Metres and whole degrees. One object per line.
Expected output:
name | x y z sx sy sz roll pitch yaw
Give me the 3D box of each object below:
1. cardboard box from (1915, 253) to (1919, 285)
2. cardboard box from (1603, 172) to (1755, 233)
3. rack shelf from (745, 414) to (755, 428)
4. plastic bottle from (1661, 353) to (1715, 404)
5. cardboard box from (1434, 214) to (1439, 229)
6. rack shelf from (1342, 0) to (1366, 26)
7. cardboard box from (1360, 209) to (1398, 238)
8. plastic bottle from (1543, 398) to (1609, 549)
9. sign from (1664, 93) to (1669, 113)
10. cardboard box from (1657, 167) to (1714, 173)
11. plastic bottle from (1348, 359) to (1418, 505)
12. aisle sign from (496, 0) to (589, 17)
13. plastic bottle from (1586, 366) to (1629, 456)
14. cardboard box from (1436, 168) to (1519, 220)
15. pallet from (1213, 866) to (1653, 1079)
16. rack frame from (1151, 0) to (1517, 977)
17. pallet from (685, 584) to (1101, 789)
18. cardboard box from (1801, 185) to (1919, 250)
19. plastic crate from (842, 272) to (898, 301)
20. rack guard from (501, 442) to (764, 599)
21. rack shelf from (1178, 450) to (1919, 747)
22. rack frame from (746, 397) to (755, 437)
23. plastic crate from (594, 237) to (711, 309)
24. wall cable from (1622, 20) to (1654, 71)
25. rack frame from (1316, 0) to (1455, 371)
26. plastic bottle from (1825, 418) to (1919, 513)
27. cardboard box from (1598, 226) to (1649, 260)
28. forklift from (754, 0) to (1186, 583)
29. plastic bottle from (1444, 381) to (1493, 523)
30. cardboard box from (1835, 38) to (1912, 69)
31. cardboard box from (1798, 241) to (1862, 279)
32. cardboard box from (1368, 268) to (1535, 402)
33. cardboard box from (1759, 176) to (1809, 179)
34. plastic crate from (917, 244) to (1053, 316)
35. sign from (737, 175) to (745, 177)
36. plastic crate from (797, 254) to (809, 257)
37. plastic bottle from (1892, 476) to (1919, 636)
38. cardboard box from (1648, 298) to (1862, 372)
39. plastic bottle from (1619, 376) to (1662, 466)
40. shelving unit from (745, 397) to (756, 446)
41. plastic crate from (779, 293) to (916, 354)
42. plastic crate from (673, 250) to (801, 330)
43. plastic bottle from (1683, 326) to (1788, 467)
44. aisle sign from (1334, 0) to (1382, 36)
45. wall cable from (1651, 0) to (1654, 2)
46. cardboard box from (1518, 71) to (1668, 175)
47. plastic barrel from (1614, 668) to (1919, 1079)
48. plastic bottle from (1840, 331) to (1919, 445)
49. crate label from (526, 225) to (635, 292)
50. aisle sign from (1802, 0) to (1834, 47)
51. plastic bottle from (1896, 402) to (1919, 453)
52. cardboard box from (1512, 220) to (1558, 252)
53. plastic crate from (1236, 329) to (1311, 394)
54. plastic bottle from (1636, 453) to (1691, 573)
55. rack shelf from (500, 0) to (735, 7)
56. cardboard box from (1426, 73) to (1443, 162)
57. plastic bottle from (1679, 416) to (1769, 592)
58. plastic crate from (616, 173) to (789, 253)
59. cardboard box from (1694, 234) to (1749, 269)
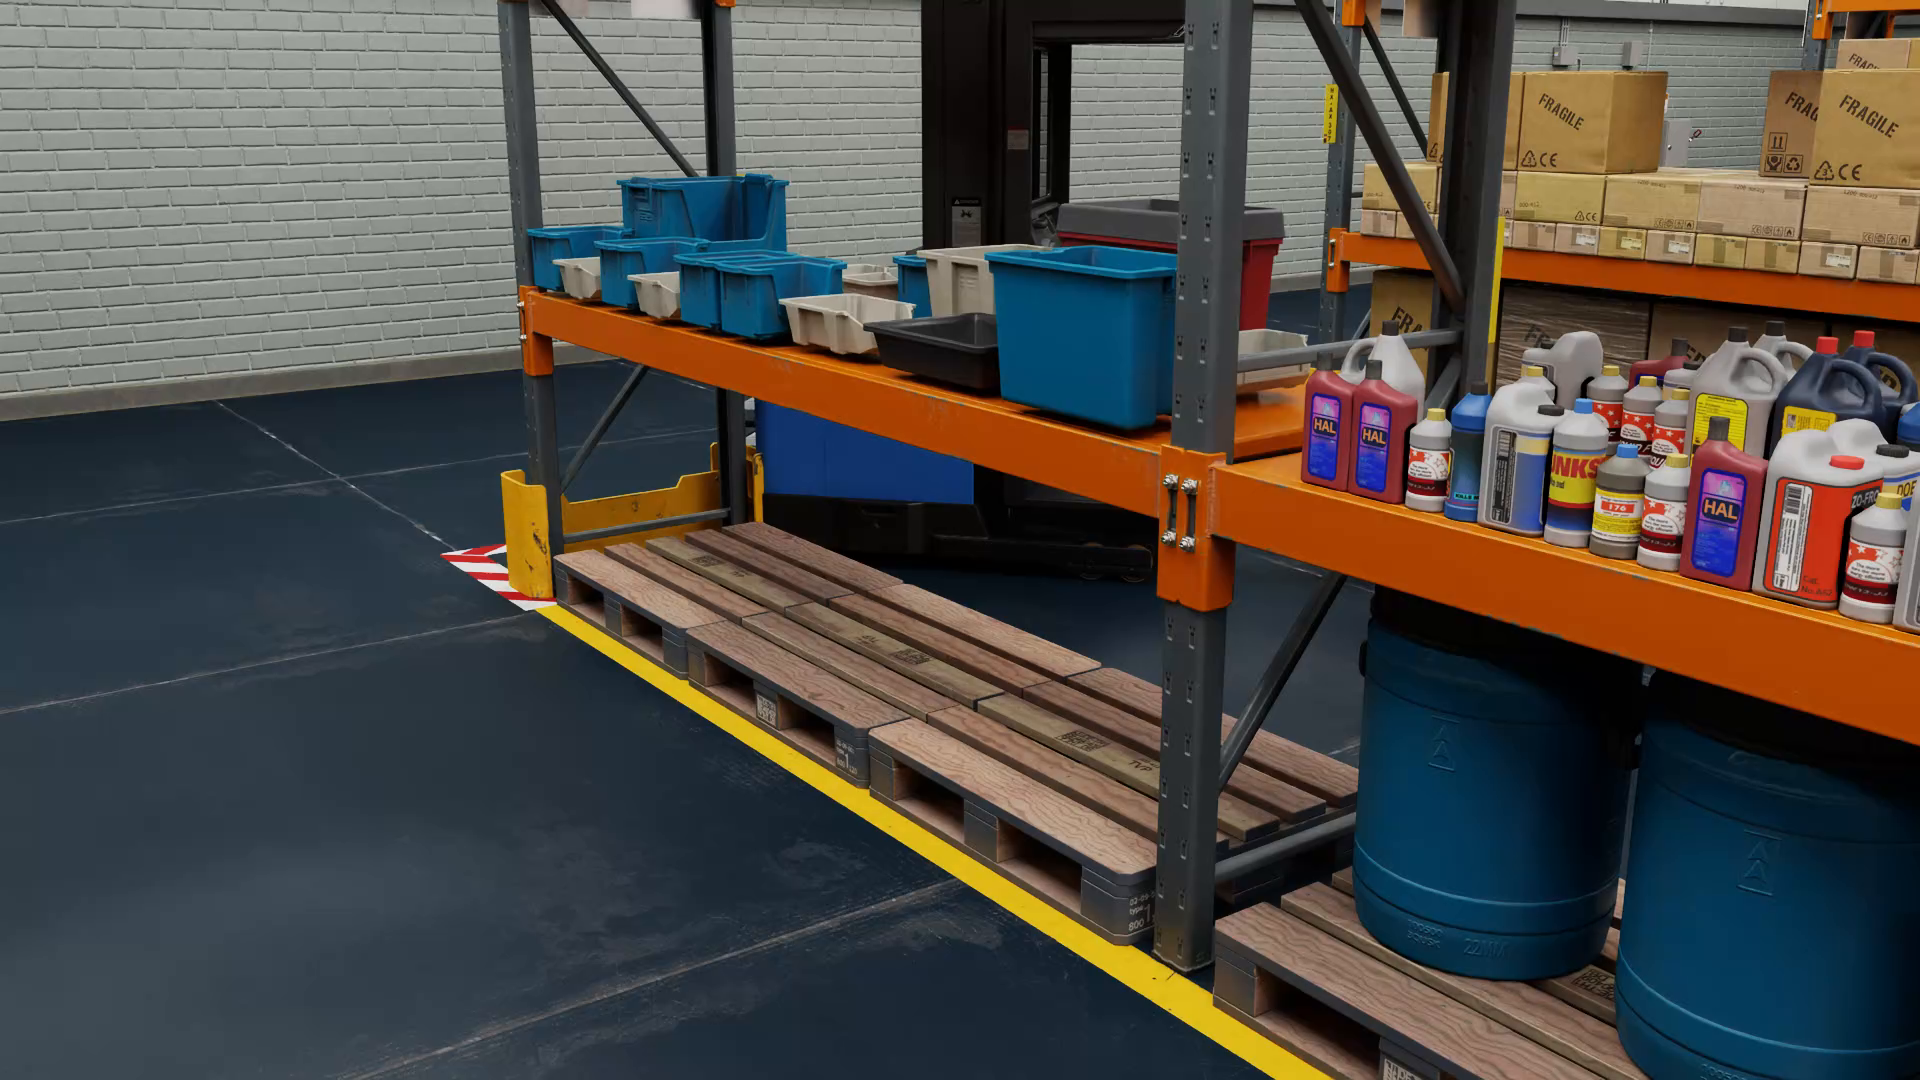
cardboard box | 4.337 -1.172 7.151 0.380 0.149 0.250 -10 18 -33
cardboard box | 3.560 -1.676 8.238 0.500 0.250 0.500 -11 19 -36
rack shelf | -0.945 -0.581 8.280 0.200 0.077 0.258 3 16 12
plastic bottle | 1.635 -0.283 3.663 0.152 0.276 0.135 -11 19 -35
cardboard box | 2.826 -1.720 9.155 0.380 0.149 0.250 -11 19 -36
rack shelf | 3.757 -2.750 8.124 1.077 0.370 4.000 -11 19 -35
cardboard box | 2.523 -1.829 9.554 0.380 0.149 0.250 -11 19 -34
plastic bottle | 1.152 -0.128 3.104 0.097 0.271 0.097 0 15 0
sign | 8.882 -5.545 21.090 0.339 0.242 0.001 -11 19 -35
cardboard box | 3.678 -1.869 8.945 0.500 0.250 0.500 -12 19 -36
plastic bottle | 0.876 -0.225 3.439 0.061 0.283 0.133 -11 19 -35
aisle sign | -1.707 -2.532 6.721 0.394 0.787 0.004 -11 19 -35
plastic bottle | 1.511 -0.304 3.882 0.097 0.201 0.097 0 15 0
cardboard box | 2.956 -1.894 9.036 0.500 0.250 0.500 -11 19 -35
pallet | 1.347 1.062 3.798 1.003 0.211 1.213 -11 19 -35
rack frame | 0.927 -0.455 4.055 1.000 3.000 0.127 -11 19 -35
pallet | -0.258 0.479 5.928 1.003 0.211 1.213 -11 19 -35
cardboard box | 4.155 -1.458 7.443 0.500 0.250 0.500 -10 18 -33
plastic crate | -0.268 -0.884 6.011 0.298 0.136 0.250 -11 19 -35
rack guard | -1.449 -0.106 7.517 1.175 0.500 0.348 -11 19 -35
rack shelf | 2.103 0.319 2.590 1.077 0.370 4.000 -11 19 -35
rack frame | -1.044 -0.532 8.316 0.006 0.900 0.240 3 16 12
plastic crate | -1.159 -1.013 6.297 0.416 0.233 0.300 -11 19 -35
wall cable | 8.404 -5.529 20.670 0.588 1.984 0.122 -11 19 -35
rack frame | 2.582 -2.078 9.985 1.000 3.000 0.127 -11 19 -35
plastic bottle | 1.558 -0.063 2.858 0.152 0.276 0.135 -11 19 -35
cardboard box | 3.429 -1.501 8.355 0.380 0.149 0.250 -11 19 -36
forklift | 0.611 -1.378 7.559 3.031 2.935 1.130 3 16 12
plastic bottle | 1.016 -0.177 3.285 0.097 0.271 0.097 0 15 0
cardboard box | 6.702 -3.363 12.034 0.500 0.500 0.500 -11 19 -35
cardboard box | 4.036 -1.281 7.551 0.380 0.149 0.250 -10 18 -34
cardboard box | 3.023 -1.131 9.756 0.875 0.875 0.875 -11 19 -35
cardboard box | 4.271 -1.652 8.152 0.500 0.250 0.500 -10 18 -33
plastic crate | 0.178 -0.781 5.359 0.437 0.282 0.530 -11 19 -35
sign | -0.989 -1.476 7.479 0.100 0.325 0.005 -11 19 -35
plastic crate | -0.799 -1.065 6.669 0.396 0.136 0.243 -11 19 -35
plastic bottle | 1.572 0.010 2.591 0.152 0.276 0.135 -11 19 -35
cardboard box | 4.081 -0.747 8.352 0.875 0.875 0.875 -11 19 -35
plastic bottle | 1.540 -0.266 3.744 0.097 0.201 0.097 0 15 0
shelving unit | -0.945 -0.526 8.295 0.210 0.900 0.258 3 16 12
plastic crate | -0.340 -0.682 5.270 0.293 0.136 0.466 -11 19 -35
plastic crate | -0.772 -0.872 5.784 0.416 0.233 0.300 -11 19 -35
plastic bottle | 1.616 -0.263 3.449 0.144 0.351 0.185 -11 19 -35
aisle sign | 2.297 -3.300 9.528 0.394 0.787 0.004 -11 19 -35
wall cable | 7.635 -7.796 19.516 2.355 3.000 0.029 -11 19 -35
cardboard box | 3.249 -2.150 8.548 0.500 0.500 0.500 -11 19 -36
plastic barrel | 1.649 0.625 3.290 0.600 0.901 0.708 -11 19 -35
plastic bottle | 1.841 -0.246 3.386 0.144 0.351 0.185 -11 19 -35
crate label | -1.546 -1.153 6.811 0.416 0.233 0.303 -11 19 -35
aisle sign | 6.367 -4.049 12.263 0.394 0.787 0.004 -11 19 -35
plastic bottle | 1.842 -0.150 3.184 0.097 0.271 0.097 0 15 0
cardboard box | 3.129 -1.610 8.753 0.380 0.149 0.250 -11 19 -36
plastic crate | 0.769 -0.478 4.526 0.396 0.136 0.243 -11 19 -35
plastic bottle | 1.267 -0.052 2.961 0.097 0.201 0.097 0 15 0
rack shelf | -0.249 -1.982 5.315 1.077 0.370 4.000 -11 19 -35
cardboard box | 3.081 -2.447 9.635 0.500 0.500 0.500 -11 19 -34
plastic bottle | 1.320 -0.064 2.850 0.061 0.283 0.133 -11 19 -35
plastic crate | -1.077 -1.312 7.008 0.616 0.435 0.499 -11 19 -35
cardboard box | 3.733 -1.391 7.952 0.380 0.149 0.250 -11 19 -35
